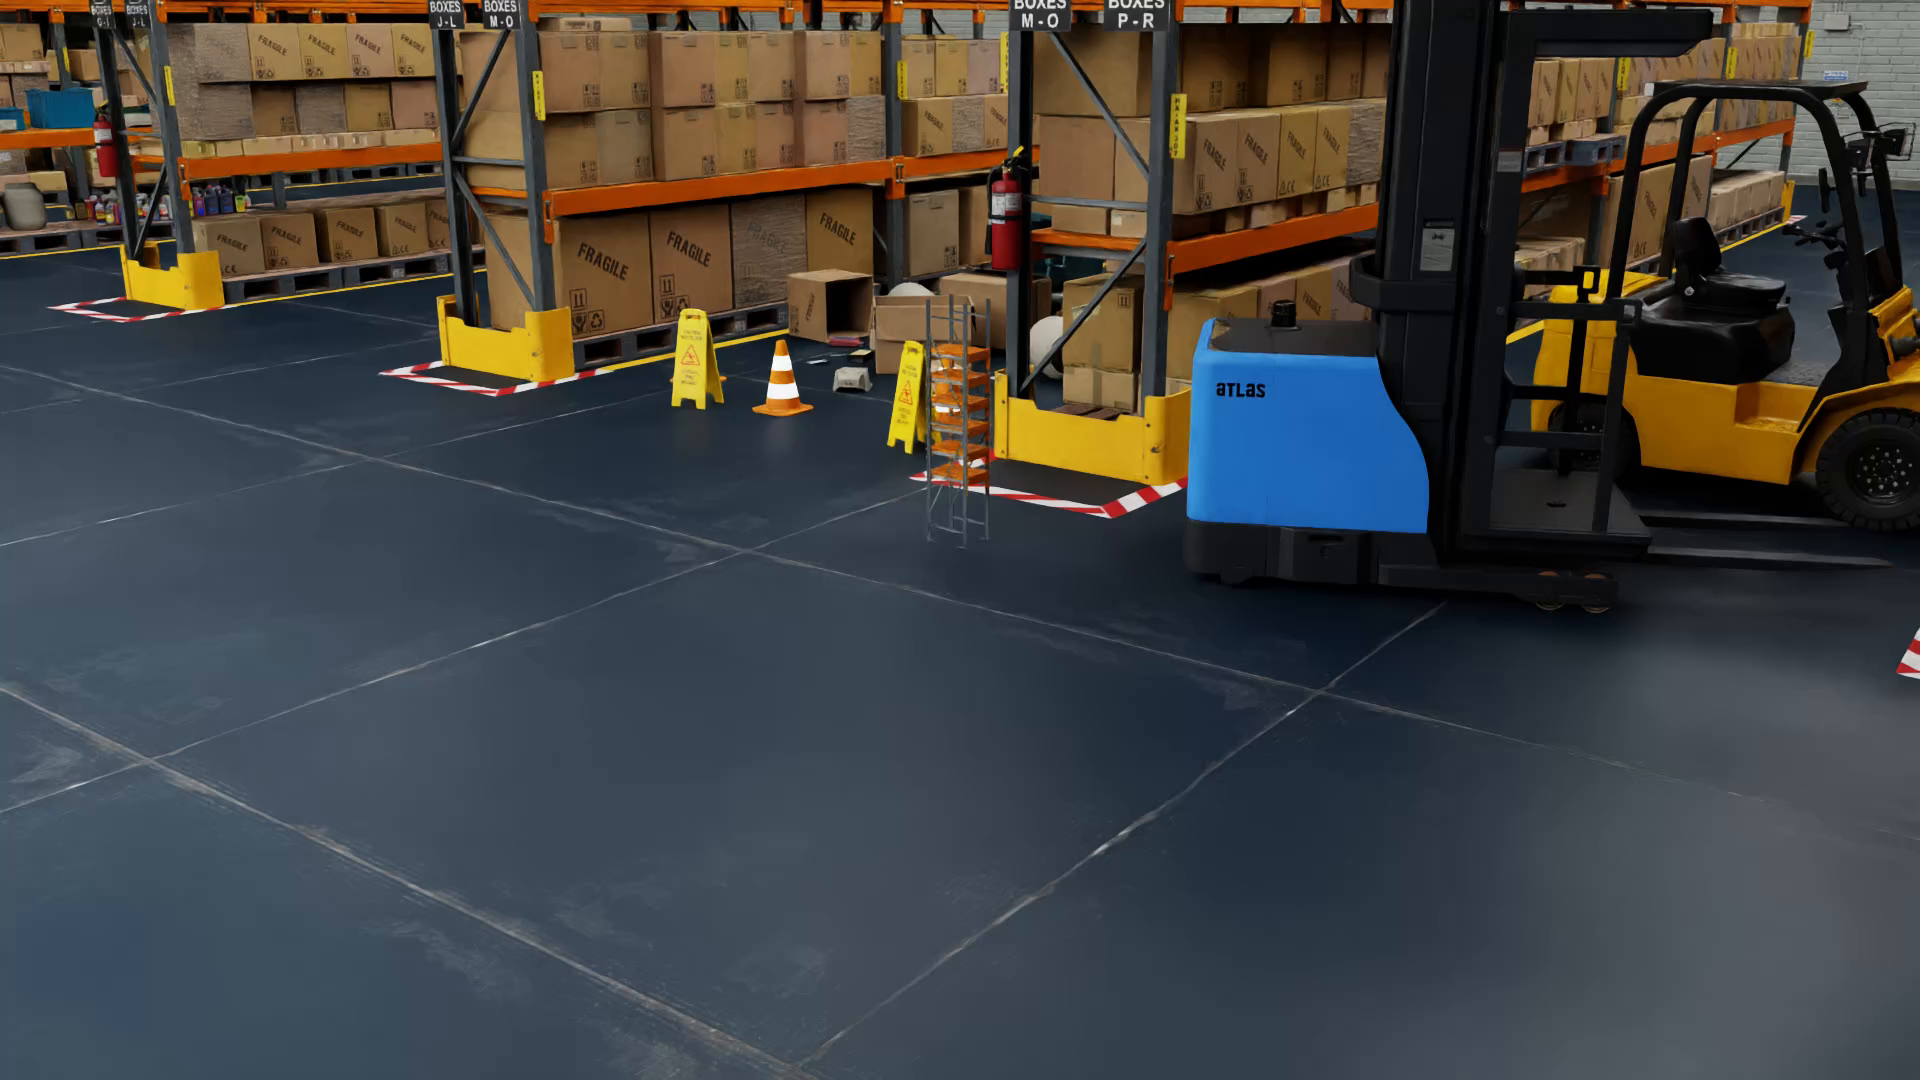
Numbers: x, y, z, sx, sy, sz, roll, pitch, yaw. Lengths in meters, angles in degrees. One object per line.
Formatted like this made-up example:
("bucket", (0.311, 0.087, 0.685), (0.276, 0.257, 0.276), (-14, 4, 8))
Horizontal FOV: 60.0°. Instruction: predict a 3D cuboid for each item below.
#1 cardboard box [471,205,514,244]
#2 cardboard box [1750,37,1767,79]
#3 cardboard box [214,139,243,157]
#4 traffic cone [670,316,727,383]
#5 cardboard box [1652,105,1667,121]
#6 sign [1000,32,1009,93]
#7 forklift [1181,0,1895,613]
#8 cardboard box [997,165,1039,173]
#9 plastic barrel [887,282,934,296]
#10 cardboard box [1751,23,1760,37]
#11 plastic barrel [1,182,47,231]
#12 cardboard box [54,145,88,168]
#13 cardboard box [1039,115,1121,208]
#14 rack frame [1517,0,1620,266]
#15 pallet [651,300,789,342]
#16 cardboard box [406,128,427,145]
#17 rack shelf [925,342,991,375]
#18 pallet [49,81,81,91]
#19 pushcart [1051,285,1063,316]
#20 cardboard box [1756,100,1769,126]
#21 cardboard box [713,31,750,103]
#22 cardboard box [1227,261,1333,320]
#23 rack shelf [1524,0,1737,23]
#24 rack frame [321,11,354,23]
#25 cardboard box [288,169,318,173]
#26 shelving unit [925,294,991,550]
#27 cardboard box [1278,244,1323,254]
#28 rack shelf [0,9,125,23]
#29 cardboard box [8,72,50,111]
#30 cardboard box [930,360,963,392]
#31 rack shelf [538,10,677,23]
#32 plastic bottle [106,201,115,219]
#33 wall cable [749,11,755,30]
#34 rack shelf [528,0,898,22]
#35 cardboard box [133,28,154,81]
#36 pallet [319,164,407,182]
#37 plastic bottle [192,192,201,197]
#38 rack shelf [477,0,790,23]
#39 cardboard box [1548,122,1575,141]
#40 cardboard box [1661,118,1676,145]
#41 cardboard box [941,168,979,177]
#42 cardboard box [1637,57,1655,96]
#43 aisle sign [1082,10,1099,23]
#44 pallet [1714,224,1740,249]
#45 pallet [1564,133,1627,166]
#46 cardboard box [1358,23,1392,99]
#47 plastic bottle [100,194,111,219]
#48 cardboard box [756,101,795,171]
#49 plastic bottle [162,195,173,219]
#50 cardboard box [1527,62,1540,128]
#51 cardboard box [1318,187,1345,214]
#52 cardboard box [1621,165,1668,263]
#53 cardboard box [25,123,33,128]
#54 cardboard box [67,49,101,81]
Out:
("cardboard box", (-5.144, -3.473, 17.876), (0.500, 0.500, 0.500), (12, 21, 33))
("cardboard box", (8.950, -5.544, 19.183), (0.500, 0.500, 0.500), (13, 21, 36))
("cardboard box", (-6.731, -3.563, 15.085), (0.380, 0.149, 0.250), (12, 21, 35))
("traffic cone", (-1.877, -1.365, 11.859), (0.336, 0.463, 0.334), (12, 21, 35))
("cardboard box", (6.584, -4.239, 16.247), (0.500, 0.250, 0.500), (12, 21, 34))
("sign", (0.268, -2.657, 9.257), (0.100, 0.325, 0.005), (12, 21, 35))
("forklift", (2.583, -1.254, 7.340), (3.031, 2.935, 1.130), (3, 18, 10))
("cardboard box", (0.998, -3.603, 17.875), (1.050, 0.750, 0.750), (12, 21, 34))
("plastic barrel", (-0.394, -1.882, 13.591), (0.421, 0.421, 0.512), (-4, 18, -13))
("cardboard box", (8.885, -5.812, 18.952), (0.380, 0.149, 0.250), (12, 21, 33))
("plastic barrel", (-10.605, -3.779, 18.841), (0.421, 0.512, 0.421), (0, 17, 0))
("cardboard box", (-12.816, -5.608, 24.227), (0.500, 0.311, 0.500), (12, 21, 35))
("cardboard box", (0.804, -2.218, 9.659), (0.500, 0.500, 0.500), (12, 21, 34))
("rack frame", (5.468, -3.756, 15.280), (1.000, 3.000, 0.127), (12, 21, 35))
("pallet", (-2.193, -1.863, 13.887), (1.003, 0.211, 1.213), (12, 21, 35))
("cardboard box", (-5.550, -4.042, 16.626), (0.380, 0.149, 0.250), (12, 21, 35))
("rack shelf", (-0.009, -0.871, 7.961), (0.258, 0.103, 0.180), (12, 21, 35))
("pallet", (-15.571, -7.562, 27.862), (1.003, 0.211, 1.213), (12, 21, 35))
("pushcart", (1.224, -1.942, 13.860), (1.648, 0.377, 0.936), (5, 18, 16))
("cardboard box", (9.253, -5.181, 19.701), (0.500, 0.500, 0.500), (13, 22, 36))
("cardboard box", (-2.174, -3.776, 13.271), (0.875, 0.550, 0.500), (12, 21, 35))
("cardboard box", (2.032, -1.488, 10.642), (0.500, 0.500, 0.500), (13, 21, 36))
("rack shelf", (6.660, -5.321, 16.476), (1.077, 0.370, 4.000), (12, 21, 35))
("rack frame", (-12.041, -9.086, 32.443), (1.000, 3.000, 0.127), (12, 21, 35))
("cardboard box", (-10.562, -5.977, 26.362), (0.500, 0.250, 0.500), (13, 21, 36))
("shelving unit", (-0.009, -0.570, 8.055), (0.258, 1.200, 0.189), (12, 21, 35))
("cardboard box", (2.207, -1.826, 11.730), (0.500, 0.500, 0.500), (13, 22, 37))
("rack shelf", (-15.616, -8.745, 27.503), (1.077, 0.370, 4.000), (12, 21, 35))
("cardboard box", (-13.087, -6.247, 23.133), (0.700, 0.500, 0.500), (12, 21, 33))
("cardboard box", (-0.140, -1.158, 11.721), (0.250, 0.149, 0.380), (-7, 19, -22))
("rack shelf", (-6.869, -9.776, 30.823), (1.077, 0.370, 4.000), (12, 21, 35))
("plastic bottle", (-10.126, -3.936, 19.837), (0.097, 0.201, 0.097), (0, 17, 0))
("wall cable", (-6.001, -12.704, 39.216), (3.097, 2.526, 0.112), (12, 21, 35))
("rack shelf", (-2.142, -4.266, 13.079), (1.077, 0.370, 4.000), (12, 21, 35))
("cardboard box", (-7.128, -4.444, 15.139), (0.500, 0.500, 0.500), (12, 21, 35))
("pallet", (-9.969, -6.098, 27.524), (1.003, 0.211, 1.213), (12, 21, 35))
("plastic bottle", (-9.252, -4.109, 20.268), (0.152, 0.276, 0.135), (12, 21, 35))
("rack shelf", (-3.682, -6.120, 19.047), (1.077, 0.370, 4.000), (12, 21, 35))
("cardboard box", (4.937, -3.446, 13.997), (0.380, 0.149, 0.250), (13, 21, 36))
("cardboard box", (6.862, -4.124, 16.718), (0.500, 0.250, 0.500), (12, 21, 35))
("cardboard box", (-0.472, -5.490, 23.738), (1.225, 0.875, 0.875), (12, 21, 35))
("cardboard box", (6.247, -4.475, 15.742), (0.500, 0.500, 0.500), (13, 21, 35))
("aisle sign", (2.078, -8.724, 26.895), (0.394, 0.787, 0.004), (12, 21, 35))
("pallet", (8.368, -3.544, 19.300), (1.003, 0.211, 1.213), (12, 21, 35))
("pallet", (5.129, -3.476, 14.701), (1.213, 0.211, 1.003), (12, 21, 35))
("cardboard box", (2.649, -3.404, 11.791), (0.700, 0.500, 0.500), (12, 21, 34))
("plastic bottle", (-10.238, -3.989, 19.883), (0.152, 0.276, 0.135), (12, 21, 33))
("cardboard box", (-1.887, -3.393, 13.858), (0.875, 0.550, 0.550), (12, 21, 35))
("plastic bottle", (-9.410, -3.974, 19.833), (0.152, 0.276, 0.135), (13, 21, 36))
("cardboard box", (4.198, -3.489, 13.043), (0.500, 0.500, 0.500), (12, 21, 34))
("cardboard box", (2.235, -2.187, 10.651), (0.380, 0.149, 0.250), (13, 21, 35))
("cardboard box", (6.482, -3.303, 16.697), (0.875, 0.875, 0.875), (13, 21, 35))
("cardboard box", (-15.816, -6.963, 27.816), (0.500, 0.250, 0.500), (12, 21, 33))
("cardboard box", (-15.008, -8.139, 28.485), (0.700, 0.500, 0.500), (10, 20, 30))
